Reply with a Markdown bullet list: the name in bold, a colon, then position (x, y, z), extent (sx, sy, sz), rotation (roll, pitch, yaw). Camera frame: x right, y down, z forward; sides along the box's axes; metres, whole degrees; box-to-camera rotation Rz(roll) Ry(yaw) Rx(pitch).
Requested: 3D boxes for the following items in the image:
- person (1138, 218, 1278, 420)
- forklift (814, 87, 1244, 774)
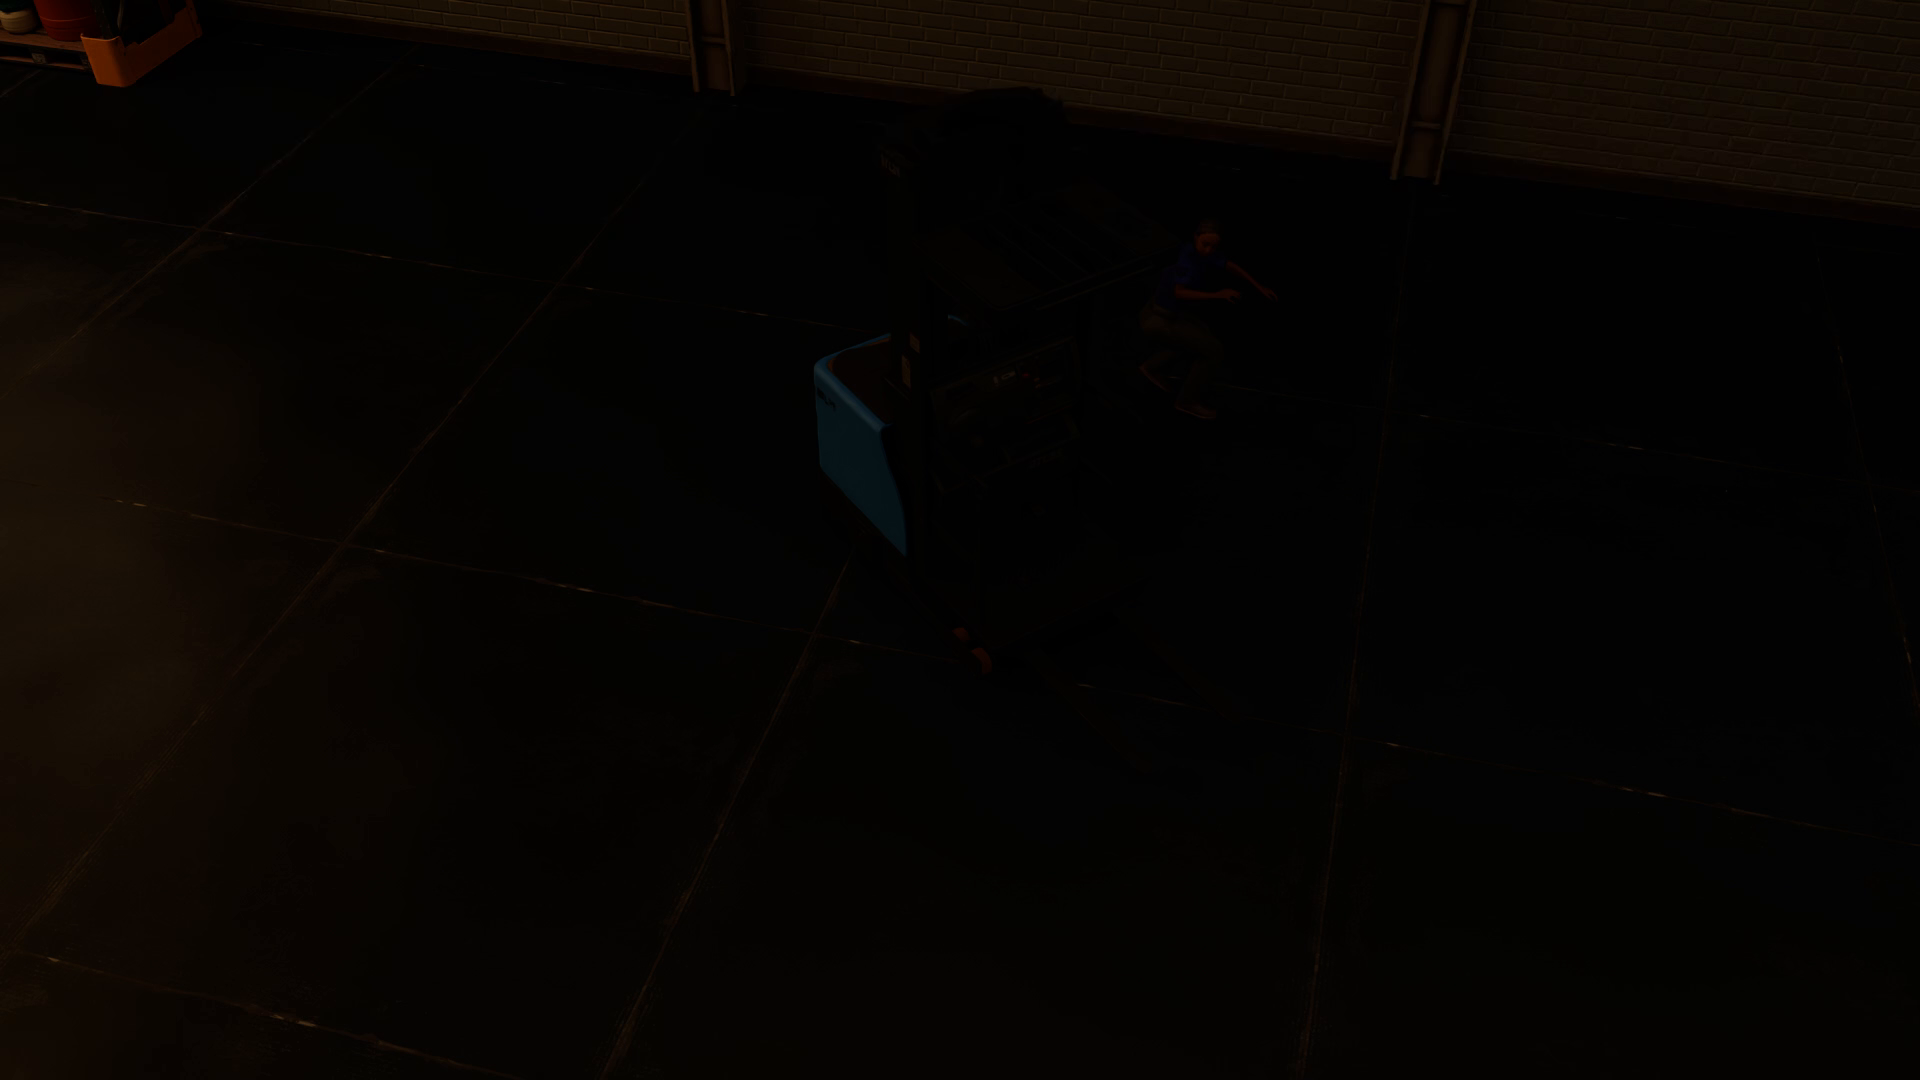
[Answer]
- **person**: position (1.603, -1.419, 10.665), extent (0.909, 1.381, 0.705), rotation (3, 41, 3)
- **forklift**: position (0.368, -0.705, 8.666), extent (1.130, 2.935, 3.031), rotation (-24, 46, -25)
